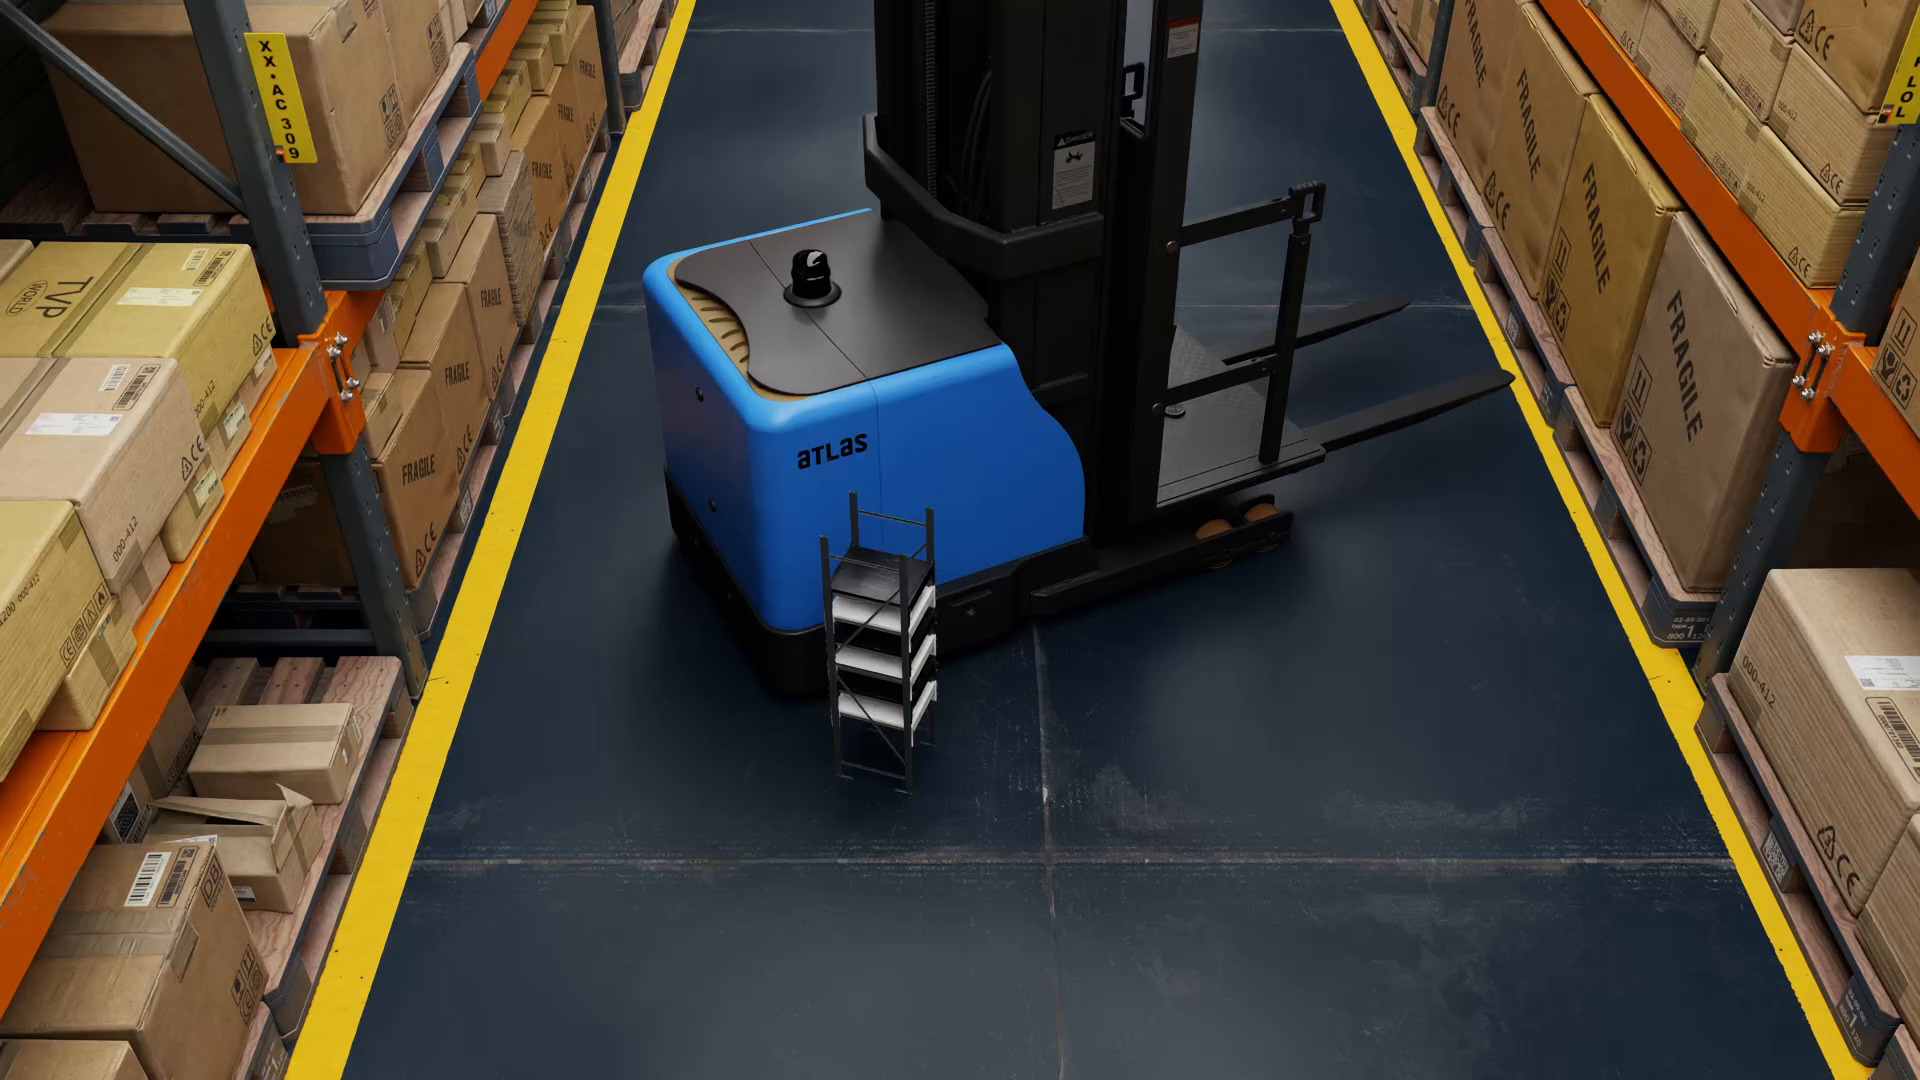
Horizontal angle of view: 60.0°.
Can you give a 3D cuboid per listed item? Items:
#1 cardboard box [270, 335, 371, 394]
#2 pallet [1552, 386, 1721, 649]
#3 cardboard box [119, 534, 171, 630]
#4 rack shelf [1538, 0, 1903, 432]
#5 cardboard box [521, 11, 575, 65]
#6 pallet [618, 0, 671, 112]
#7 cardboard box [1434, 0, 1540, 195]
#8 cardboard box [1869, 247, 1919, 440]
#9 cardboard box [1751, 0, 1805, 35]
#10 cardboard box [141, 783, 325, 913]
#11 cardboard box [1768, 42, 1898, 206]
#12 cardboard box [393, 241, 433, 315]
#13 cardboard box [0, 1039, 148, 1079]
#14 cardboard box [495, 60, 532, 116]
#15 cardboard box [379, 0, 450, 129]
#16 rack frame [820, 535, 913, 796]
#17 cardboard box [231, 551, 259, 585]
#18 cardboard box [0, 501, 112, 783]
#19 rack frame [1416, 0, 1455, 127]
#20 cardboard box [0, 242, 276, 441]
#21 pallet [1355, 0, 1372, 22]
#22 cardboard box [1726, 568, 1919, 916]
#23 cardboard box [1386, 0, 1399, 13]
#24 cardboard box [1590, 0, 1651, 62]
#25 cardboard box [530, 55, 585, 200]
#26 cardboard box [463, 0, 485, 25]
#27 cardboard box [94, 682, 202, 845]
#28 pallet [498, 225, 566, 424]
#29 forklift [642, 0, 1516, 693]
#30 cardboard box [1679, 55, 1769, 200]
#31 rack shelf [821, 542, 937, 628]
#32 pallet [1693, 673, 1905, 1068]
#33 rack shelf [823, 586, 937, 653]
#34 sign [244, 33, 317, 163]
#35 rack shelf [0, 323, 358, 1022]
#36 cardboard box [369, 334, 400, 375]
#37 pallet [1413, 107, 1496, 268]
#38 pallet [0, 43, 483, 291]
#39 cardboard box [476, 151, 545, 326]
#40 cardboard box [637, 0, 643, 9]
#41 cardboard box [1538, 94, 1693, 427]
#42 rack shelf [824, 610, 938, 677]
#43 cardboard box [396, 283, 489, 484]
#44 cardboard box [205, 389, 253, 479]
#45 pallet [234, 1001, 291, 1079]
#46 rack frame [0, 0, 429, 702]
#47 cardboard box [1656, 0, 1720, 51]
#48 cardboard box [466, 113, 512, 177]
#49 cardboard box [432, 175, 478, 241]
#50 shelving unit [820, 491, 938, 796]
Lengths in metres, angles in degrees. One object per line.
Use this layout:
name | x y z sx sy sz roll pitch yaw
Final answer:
cardboard box | -1.962 -0.491 4.871 0.380 0.149 0.250 -1 39 -1
pallet | 2.721 -0.109 5.718 1.003 0.211 1.213 0 39 0
cardboard box | -1.894 0.077 3.456 0.380 0.149 0.250 1 39 1
rack shelf | 2.795 -1.685 6.029 1.077 0.370 4.000 0 39 0
cardboard box | -1.886 -2.173 7.207 0.380 0.149 0.250 -2 39 -2
pallet | -2.133 -2.637 8.872 1.003 0.211 1.213 0 39 0
cardboard box | 2.710 -2.119 7.359 0.875 0.875 0.875 0 39 0
cardboard box | 2.536 -0.461 3.846 0.500 0.500 0.500 1 39 1
cardboard box | 2.537 -1.747 4.652 0.500 0.500 0.500 1 39 1
cardboard box | -1.872 0.765 4.247 0.396 0.266 0.258 1 39 2
cardboard box | 2.553 -1.127 4.478 0.500 0.250 0.500 0 39 0
cardboard box | -2.004 -0.880 5.594 0.380 0.149 0.250 -1 39 -1
cardboard box | -1.931 1.356 3.322 0.500 0.500 0.500 1 39 1
cardboard box | -1.975 -1.843 6.796 0.380 0.149 0.250 1 39 1
cardboard box | -1.944 -1.539 4.856 0.700 0.500 0.500 0 39 0
rack frame | -0.251 0.364 4.576 0.240 0.900 0.006 12 40 15
cardboard box | -2.463 -0.204 5.270 0.500 0.500 0.500 0 39 0
cardboard box | -1.919 0.177 3.013 0.500 0.250 0.500 0 39 0
rack frame | 2.792 -3.217 7.365 1.000 3.000 0.127 0 39 0
cardboard box | -1.922 -0.448 3.793 0.500 0.250 0.500 1 39 1
pallet | 2.794 -3.378 9.797 1.003 0.211 1.213 0 39 0
cardboard box | 2.690 0.514 4.424 0.875 0.438 0.875 -1 39 -1
cardboard box | 2.793 -3.170 9.072 0.950 0.372 0.625 -1 39 -1
cardboard box | 2.559 -1.894 5.835 0.500 0.250 0.500 0 39 0
cardboard box | -1.966 -1.822 7.288 0.500 0.500 0.500 -1 39 -1
cardboard box | -1.945 -2.029 5.468 0.700 0.500 0.500 0 39 0
cardboard box | -2.402 0.589 4.430 0.500 0.311 0.500 1 39 2
pallet | -2.210 -0.895 6.698 1.003 0.211 1.213 0 39 0
forklift | 0.558 -1.323 5.057 3.031 2.935 1.130 -18 42 -21
cardboard box | 2.545 -1.255 5.038 0.500 0.250 0.500 -1 39 -1
rack shelf | -0.217 0.120 4.503 0.258 0.077 0.200 12 40 15
pallet | 2.720 0.849 4.522 1.003 0.211 1.213 0 39 0
rack shelf | -0.217 0.190 4.559 0.258 0.077 0.200 12 40 15
sign | -1.624 -1.052 3.972 0.100 0.325 0.005 0 39 0
rack shelf | -2.164 0.822 2.901 1.077 0.370 4.000 0 39 0
cardboard box | -1.979 -0.548 5.180 0.380 0.149 0.250 -1 39 -1
pallet | 2.718 -1.635 7.622 1.003 0.211 1.213 0 39 0
pallet | -2.058 -1.134 4.920 1.003 0.211 1.213 0 39 0
cardboard box | -1.943 -1.170 6.474 0.500 0.500 0.500 -1 39 -2
cardboard box | -2.167 -3.247 8.966 0.875 0.625 0.625 1 39 1
cardboard box | 2.708 -1.002 5.965 0.875 0.875 0.875 1 39 1
rack shelf | -0.217 0.260 4.615 0.258 0.077 0.200 12 40 15
cardboard box | -1.953 -0.533 5.680 0.500 0.500 0.500 -1 39 -1
cardboard box | -1.892 -0.249 3.863 0.380 0.149 0.250 1 39 1
pallet | -2.163 1.573 3.618 1.003 0.211 1.213 0 39 0
rack frame | -2.167 -0.709 4.236 1.000 3.000 0.127 0 39 0
cardboard box | 2.539 -1.764 5.272 0.500 0.250 0.500 1 39 1
cardboard box | -1.944 -1.514 6.385 0.380 0.149 0.250 -2 39 -2
cardboard box | -1.965 -1.192 5.983 0.380 0.149 0.250 1 39 2
shelving unit | -0.217 0.304 4.651 0.258 0.900 0.210 12 40 15
